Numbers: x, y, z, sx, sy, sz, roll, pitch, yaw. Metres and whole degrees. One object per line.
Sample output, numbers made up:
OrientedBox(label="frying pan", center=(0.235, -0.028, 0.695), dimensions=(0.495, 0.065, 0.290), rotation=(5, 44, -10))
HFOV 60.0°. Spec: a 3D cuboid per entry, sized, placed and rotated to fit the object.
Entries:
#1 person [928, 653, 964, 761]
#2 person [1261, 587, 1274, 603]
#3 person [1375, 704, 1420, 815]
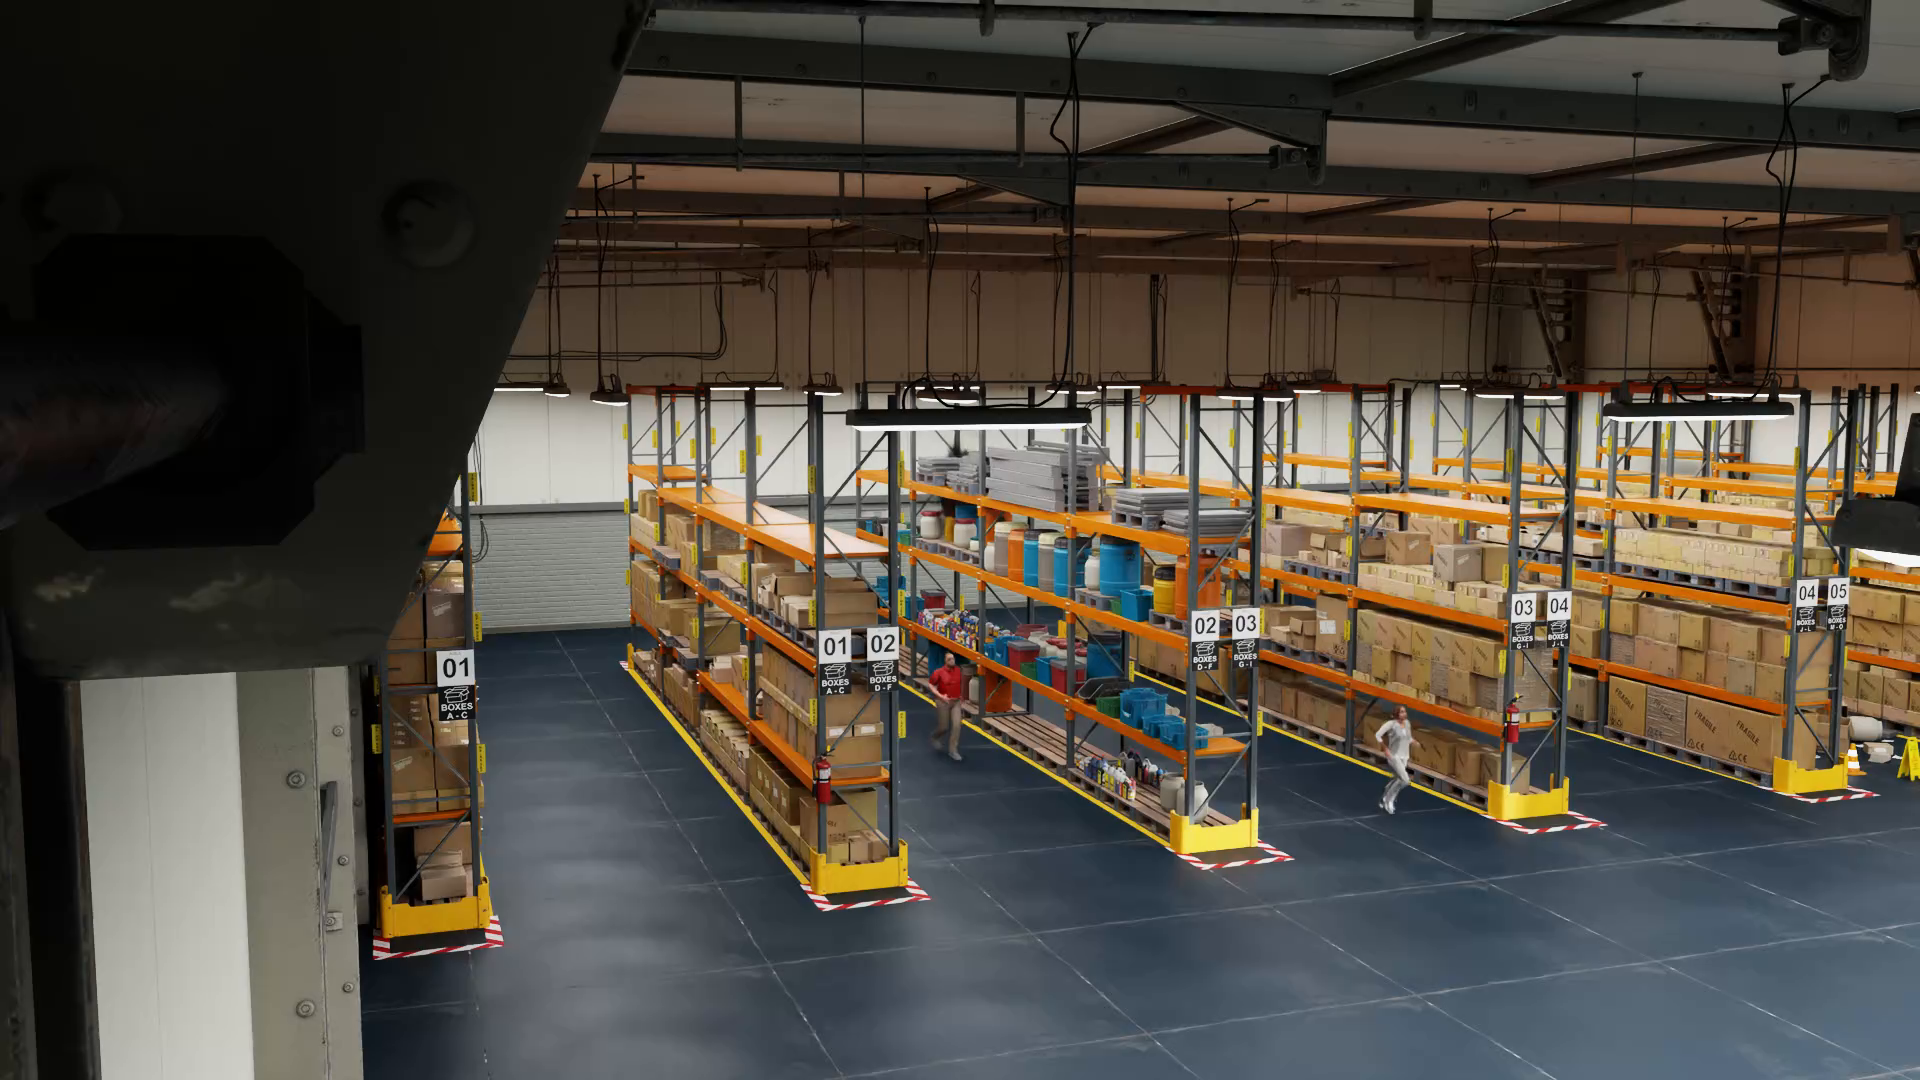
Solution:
OrientedBox(label="person", center=(-0.208, 2.689, 27.167), dimensions=(0.666, 1.721, 0.841), rotation=(-3, 7, -25))
OrientedBox(label="person", center=(7.732, 1.216, 41.523), dimensions=(0.717, 1.670, 0.672), rotation=(0, 6, 4))
OrientedBox(label="person", center=(6.234, 3.108, 23.599), dimensions=(0.512, 1.578, 0.631), rotation=(-4, 7, -32))
